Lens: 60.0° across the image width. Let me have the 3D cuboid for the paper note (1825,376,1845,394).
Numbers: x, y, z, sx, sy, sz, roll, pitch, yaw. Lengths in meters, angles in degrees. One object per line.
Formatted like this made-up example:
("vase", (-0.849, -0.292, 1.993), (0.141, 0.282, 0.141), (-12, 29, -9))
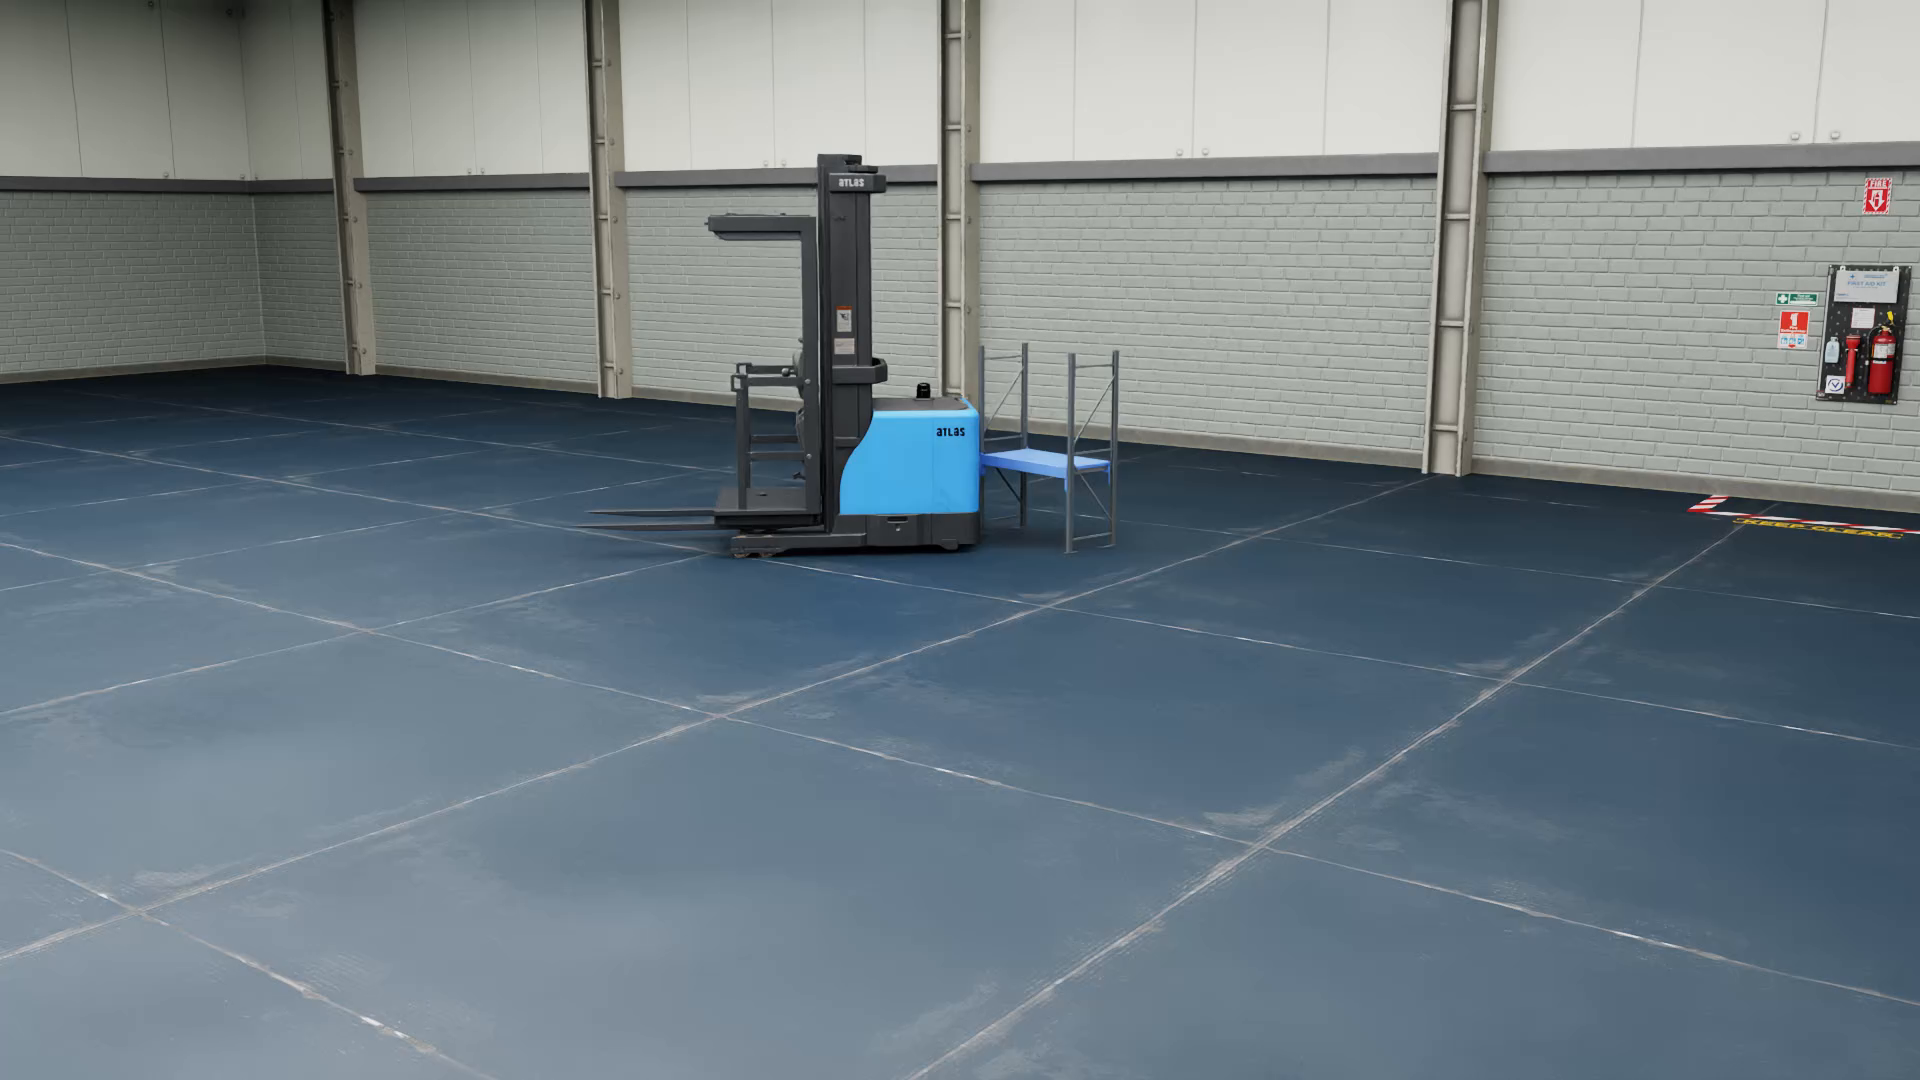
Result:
("paper note", (7.585, -1.346, 14.411), (0.142, 0.148, 0.016), (8, 13, 36))

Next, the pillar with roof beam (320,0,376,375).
("pillar with roof beam", (-12.236, -6.449, 22.674), (0.400, 9.000, 9.100), (8, 13, 36))

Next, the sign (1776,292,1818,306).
("sign", (7.301, -2.102, 14.509), (0.331, 0.109, 0.001), (8, 13, 36))

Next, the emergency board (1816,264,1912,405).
("emergency board", (7.687, -1.748, 14.169), (0.643, 1.169, 0.194), (8, 13, 36))

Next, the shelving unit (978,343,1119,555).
("shelving unit", (0.668, -0.733, 12.872), (0.538, 1.500, 1.048), (-9, 14, -39))

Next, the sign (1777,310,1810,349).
("sign", (7.303, -1.844, 14.569), (0.234, 0.329, 0.001), (8, 13, 36))

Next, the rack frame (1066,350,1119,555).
("rack frame", (0.995, -0.659, 12.490), (0.500, 1.500, 0.032), (-9, 14, -39))

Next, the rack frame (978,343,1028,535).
("rack frame", (0.342, -0.807, 13.255), (0.500, 1.500, 0.032), (-9, 14, -39))

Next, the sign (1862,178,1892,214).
("sign", (7.740, -2.903, 14.033), (0.199, 0.298, 0.001), (8, 13, 36))

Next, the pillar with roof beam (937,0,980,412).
("pillar with roof beam", (-2.564, -5.100, 15.700), (0.400, 9.000, 9.100), (8, 13, 36))

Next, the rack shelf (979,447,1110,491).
("rack shelf", (0.668, -0.557, 12.906), (0.538, 0.185, 1.000), (-9, 14, -39))

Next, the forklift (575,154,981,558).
("forklift", (-1.390, -1.412, 12.614), (3.031, 2.935, 1.130), (-1, 11, -5))

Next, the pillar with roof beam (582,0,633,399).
("pillar with roof beam", (-7.400, -5.775, 19.187), (0.400, 9.000, 9.100), (8, 13, 36))

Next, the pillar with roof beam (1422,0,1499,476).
("pillar with roof beam", (2.272, -4.426, 12.213), (0.400, 9.000, 9.100), (8, 13, 36))
